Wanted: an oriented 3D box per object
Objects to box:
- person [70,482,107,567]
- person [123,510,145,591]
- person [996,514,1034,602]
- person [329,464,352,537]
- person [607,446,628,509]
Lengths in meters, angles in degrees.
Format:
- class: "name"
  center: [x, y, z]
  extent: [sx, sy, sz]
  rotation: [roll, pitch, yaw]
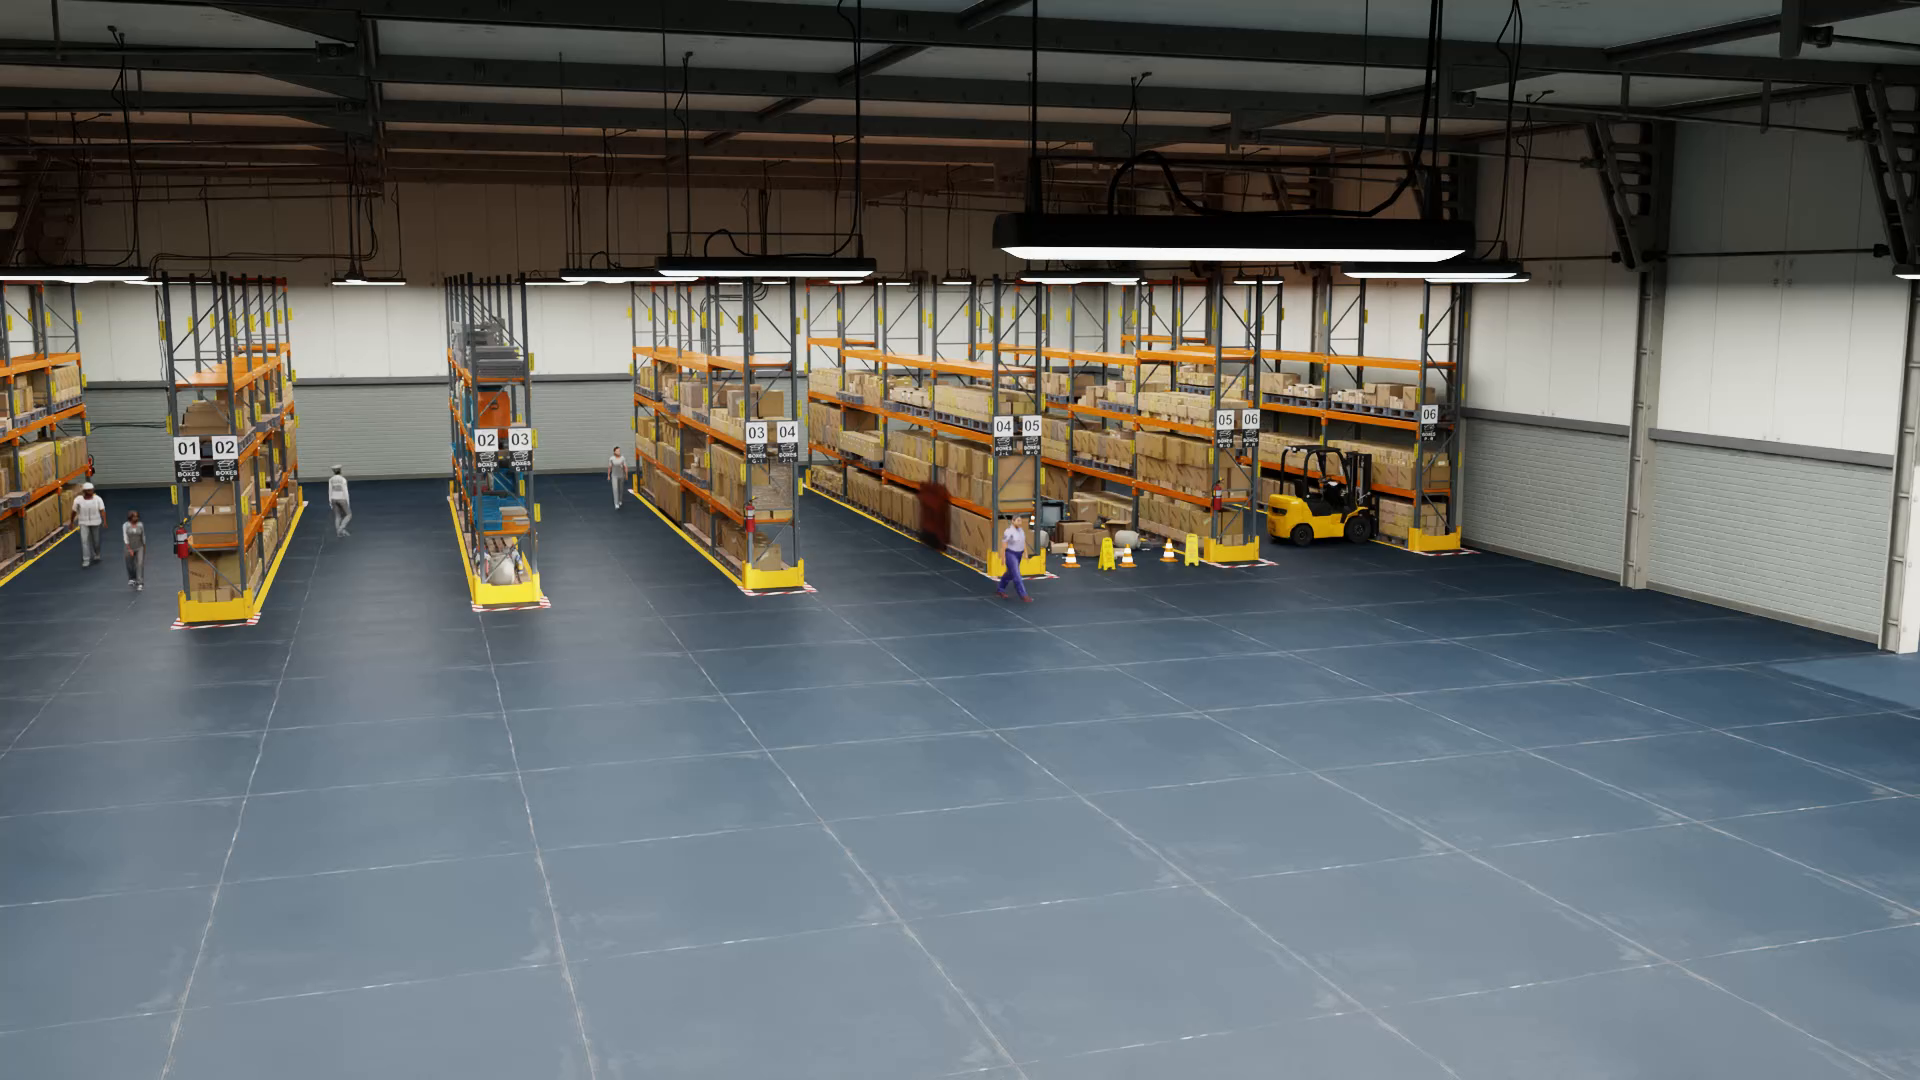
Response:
- class: "person"
  center: [-18.122, -0.347, 34.563]
  extent: [0.701, 1.704, 1.079]
  rotation: [-4, 10, -27]
- class: "person"
  center: [-15.761, 0.181, 31.789]
  extent: [0.397, 1.509, 1.011]
  rotation: [-5, 10, -31]
- class: "person"
  center: [1.031, 0.312, 30.585]
  extent: [0.991, 1.592, 0.526]
  rotation: [6, 10, 32]
- class: "person"
  center: [-14.374, -0.894, 38.461]
  extent: [0.512, 1.674, 0.464]
  rotation: [2, 9, 15]
- class: "person"
  center: [-8.960, -1.651, 43.532]
  extent: [0.524, 1.607, 1.064]
  rotation: [-2, 9, -15]
